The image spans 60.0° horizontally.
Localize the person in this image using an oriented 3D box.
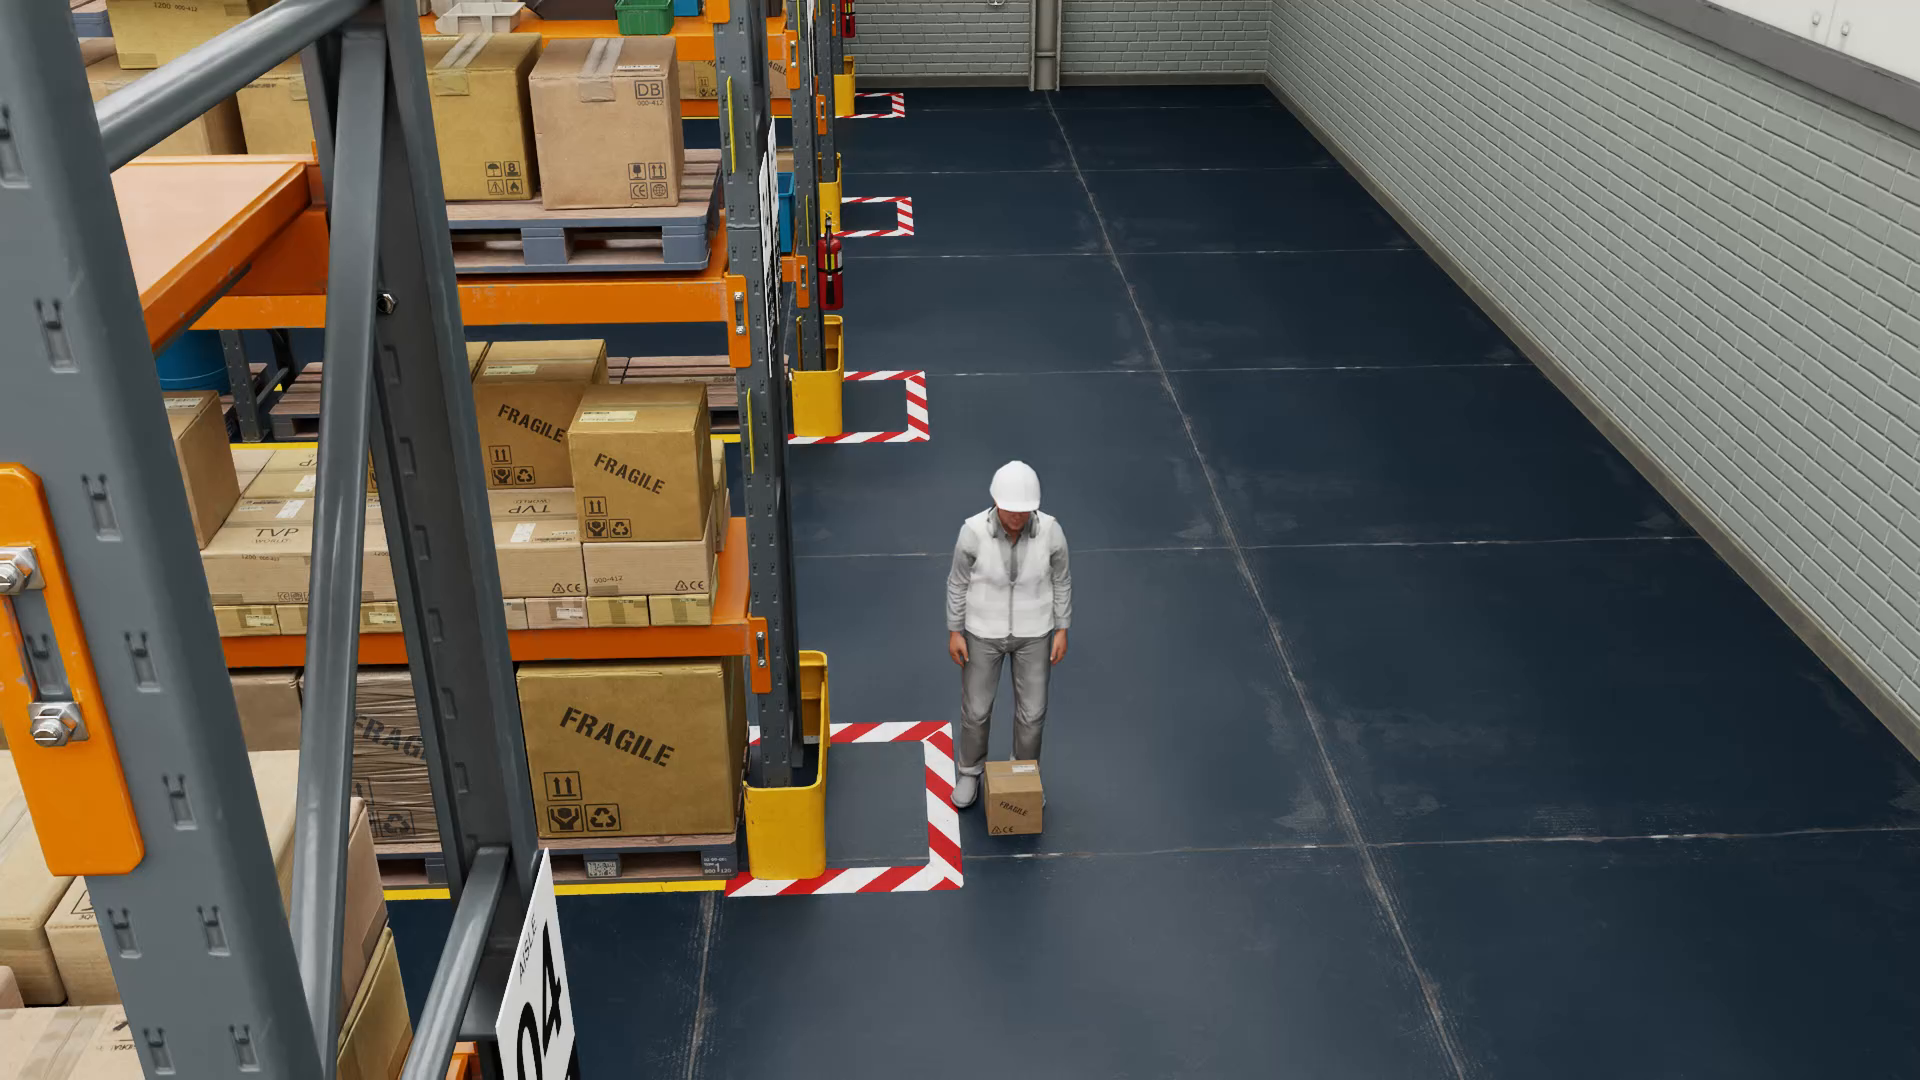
[{"bbox_3d":[0.228,0.429,7.765,0.580,1.769,0.461,-1,27,-3],"label":"person"}]
